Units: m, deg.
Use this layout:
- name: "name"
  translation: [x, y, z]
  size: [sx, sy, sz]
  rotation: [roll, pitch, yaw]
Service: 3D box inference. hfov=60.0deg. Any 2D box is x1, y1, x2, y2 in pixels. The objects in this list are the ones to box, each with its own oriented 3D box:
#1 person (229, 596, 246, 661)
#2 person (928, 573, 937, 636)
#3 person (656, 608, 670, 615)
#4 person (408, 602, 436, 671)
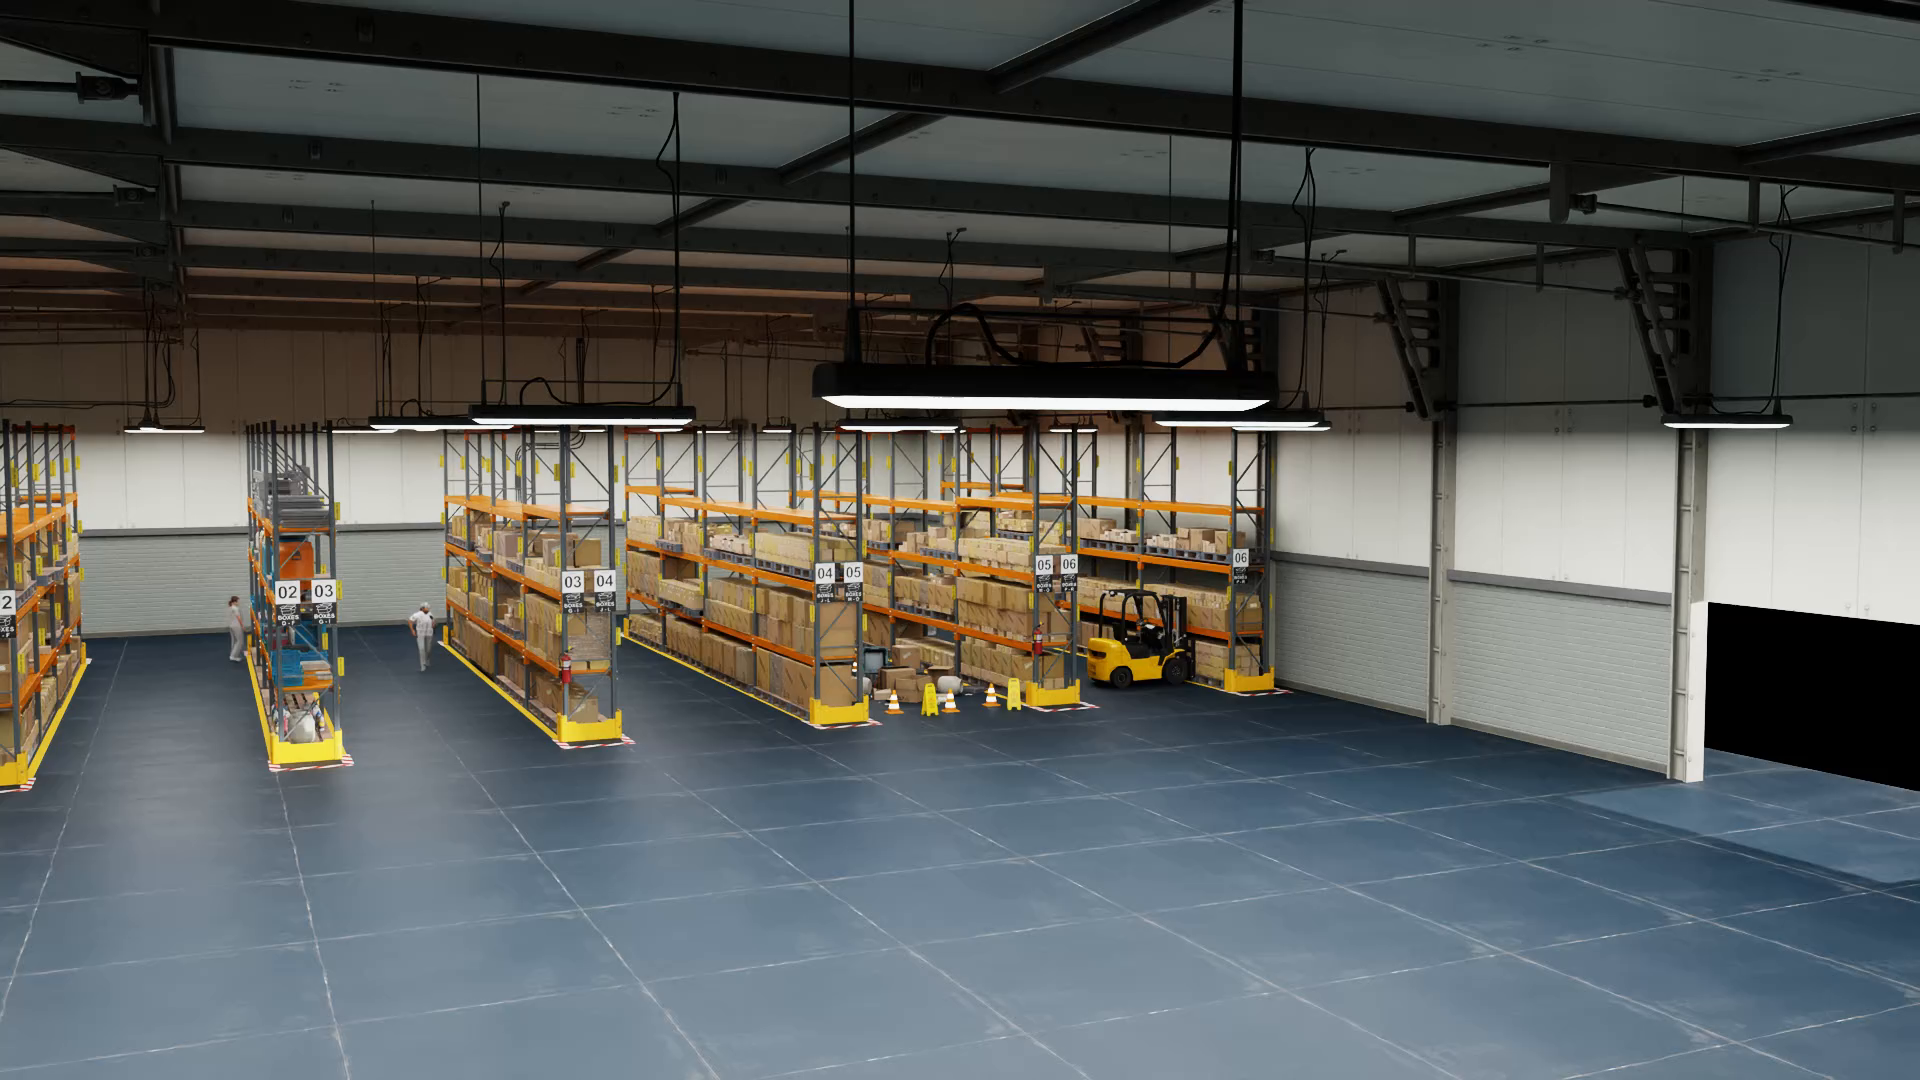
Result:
- name: "person"
  translation: [-18.356, 2.242, 42.124]
  size: [0.424, 1.683, 0.533]
  rotation: [-3, 5, -41]
- name: "person"
  translation: [-0.859, 1.837, 47.774]
  size: [0.364, 1.788, 0.645]
  rotation: [-3, 4, -35]
- name: "person"
  translation: [-8.725, 1.816, 49.138]
  size: [0.634, 1.836, 0.437]
  rotation: [0, 4, 6]
- name: "person"
  translation: [-13.141, 2.334, 40.652]
  size: [0.644, 1.620, 1.028]
  rotation: [-1, 4, -20]
